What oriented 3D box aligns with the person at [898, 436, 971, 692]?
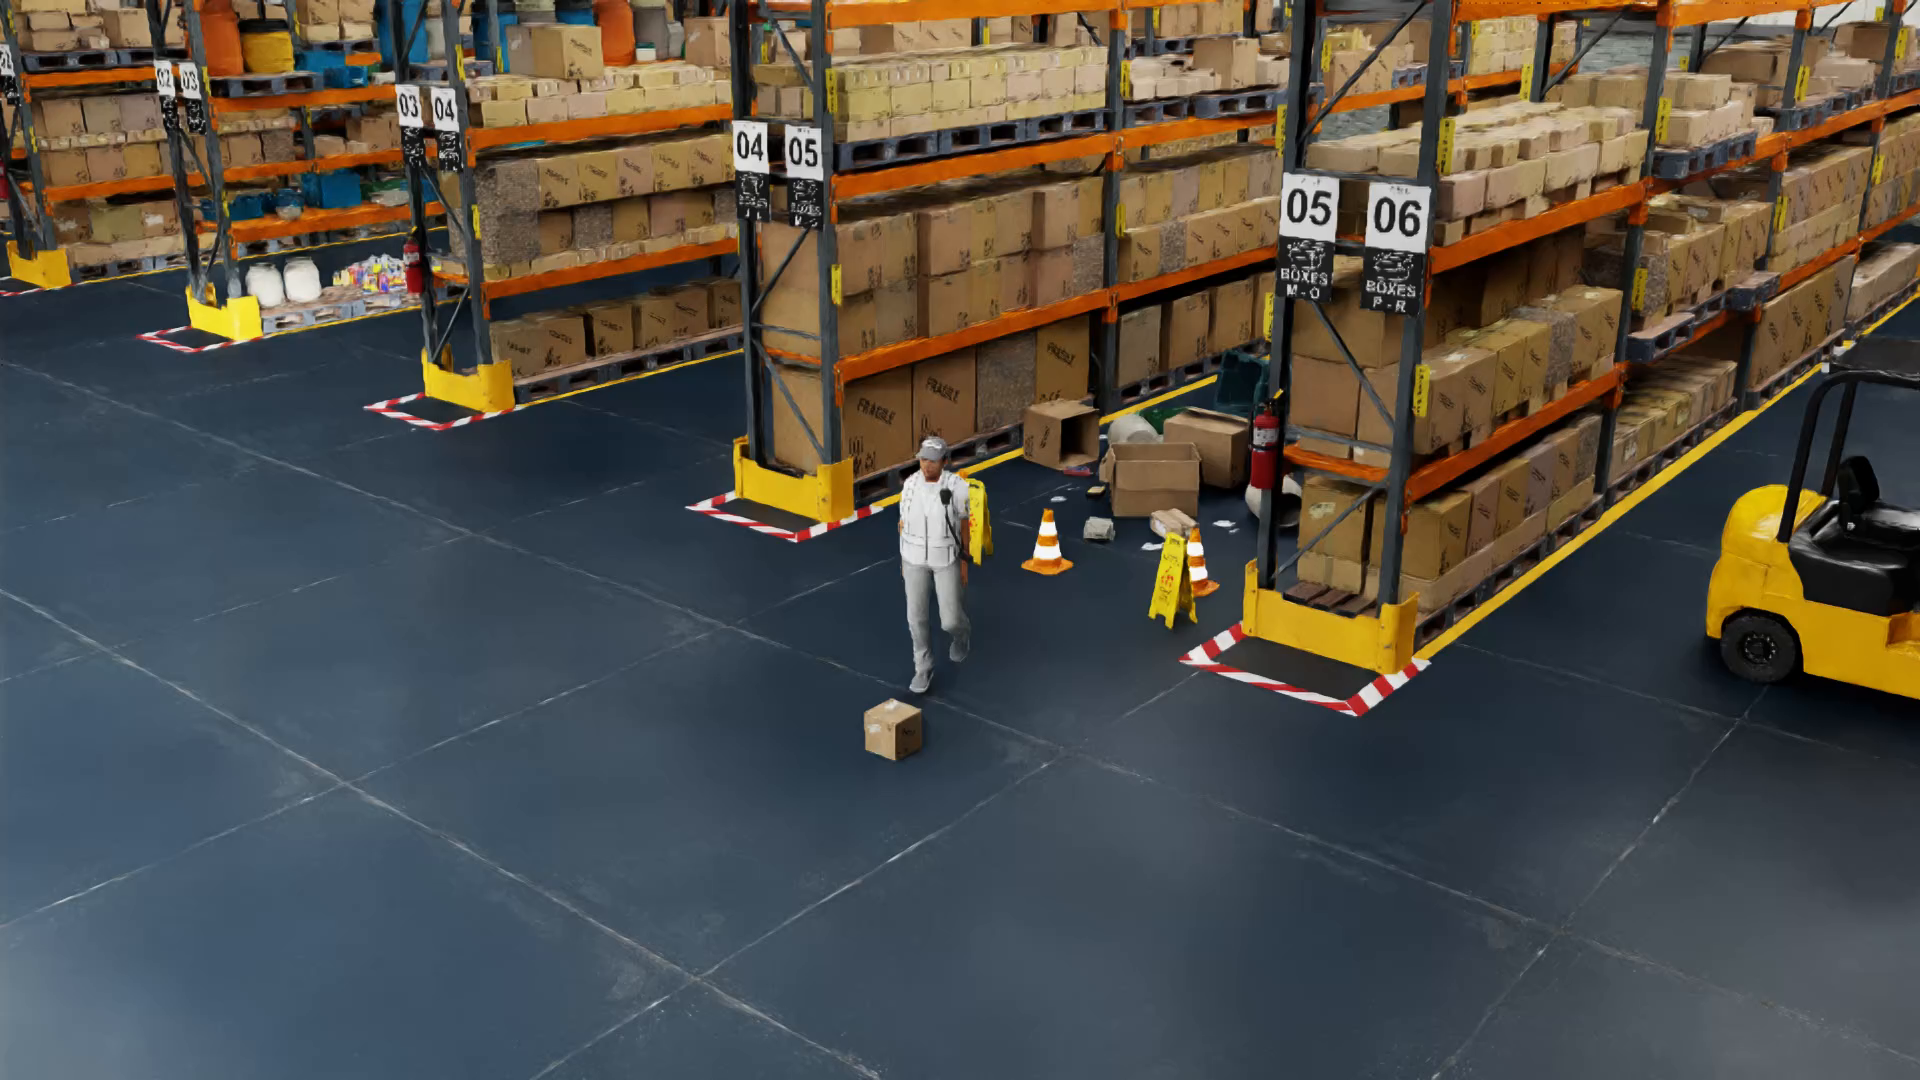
[{"bbox_3d":[-0.170,0.124,10.700,0.484,1.648,0.591,5,21,13],"label":"person"}]
